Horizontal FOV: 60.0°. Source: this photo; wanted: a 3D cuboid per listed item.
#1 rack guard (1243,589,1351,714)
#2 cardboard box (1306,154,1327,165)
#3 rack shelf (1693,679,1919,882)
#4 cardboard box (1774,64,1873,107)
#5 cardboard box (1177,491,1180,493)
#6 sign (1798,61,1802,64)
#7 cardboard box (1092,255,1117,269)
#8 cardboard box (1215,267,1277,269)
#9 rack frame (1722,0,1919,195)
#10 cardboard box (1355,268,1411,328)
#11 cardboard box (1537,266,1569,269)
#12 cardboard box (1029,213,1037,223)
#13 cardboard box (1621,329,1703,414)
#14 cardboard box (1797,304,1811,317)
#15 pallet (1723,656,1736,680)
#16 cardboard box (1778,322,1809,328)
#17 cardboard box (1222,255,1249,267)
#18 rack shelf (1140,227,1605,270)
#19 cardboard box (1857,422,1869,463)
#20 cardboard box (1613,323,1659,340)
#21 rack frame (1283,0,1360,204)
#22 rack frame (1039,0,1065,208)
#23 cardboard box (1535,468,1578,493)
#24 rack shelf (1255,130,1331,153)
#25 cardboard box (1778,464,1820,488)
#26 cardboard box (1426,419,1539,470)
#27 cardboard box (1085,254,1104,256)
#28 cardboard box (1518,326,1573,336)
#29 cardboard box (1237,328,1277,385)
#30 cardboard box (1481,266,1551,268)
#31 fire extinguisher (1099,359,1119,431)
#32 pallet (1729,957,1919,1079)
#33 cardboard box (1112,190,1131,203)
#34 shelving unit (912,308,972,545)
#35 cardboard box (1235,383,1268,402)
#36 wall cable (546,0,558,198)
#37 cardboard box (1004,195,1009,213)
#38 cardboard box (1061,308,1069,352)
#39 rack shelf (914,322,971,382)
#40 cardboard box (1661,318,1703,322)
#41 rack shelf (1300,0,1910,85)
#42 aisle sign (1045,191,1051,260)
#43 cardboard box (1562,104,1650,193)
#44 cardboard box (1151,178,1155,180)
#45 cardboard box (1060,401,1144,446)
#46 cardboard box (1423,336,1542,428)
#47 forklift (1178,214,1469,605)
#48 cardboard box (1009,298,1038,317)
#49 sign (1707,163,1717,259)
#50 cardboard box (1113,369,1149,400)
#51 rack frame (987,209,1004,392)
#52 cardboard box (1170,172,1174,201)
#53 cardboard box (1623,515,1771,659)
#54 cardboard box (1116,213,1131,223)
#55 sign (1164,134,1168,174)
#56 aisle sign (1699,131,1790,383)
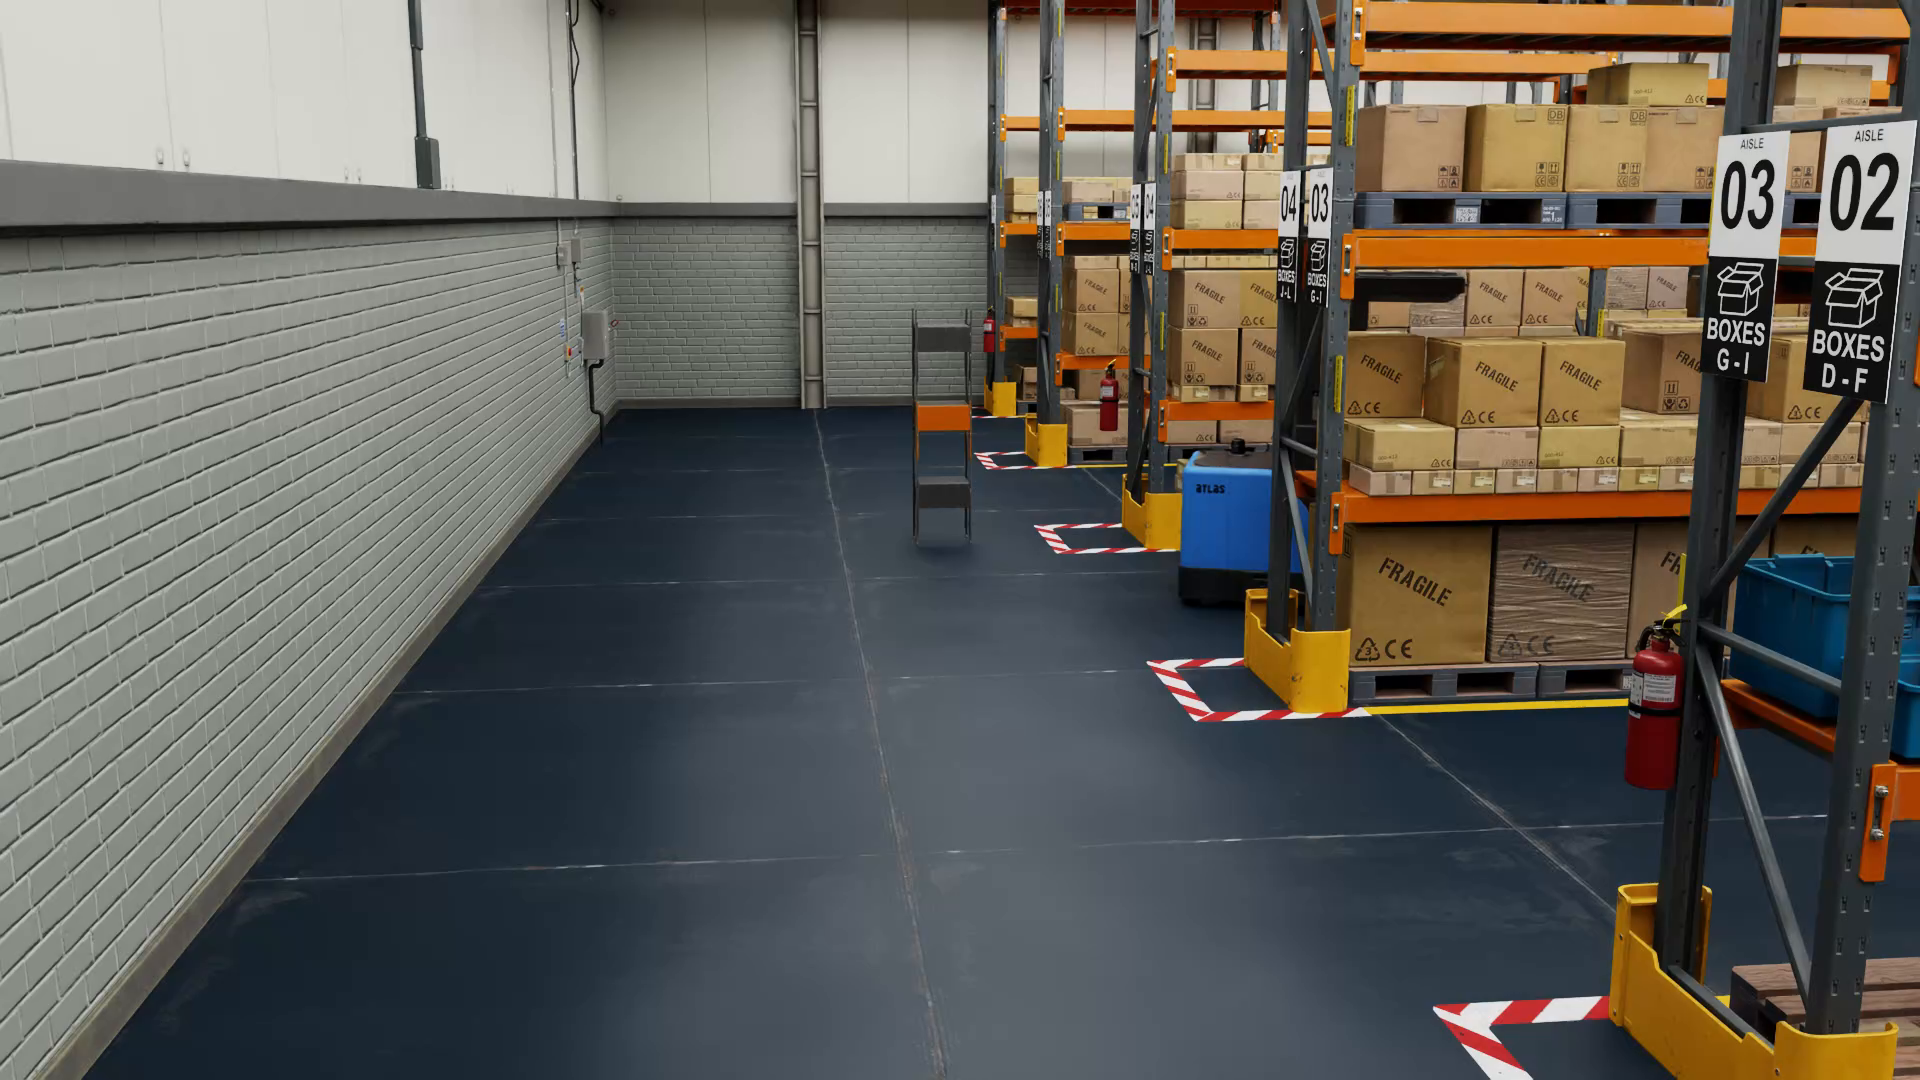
[{"bbox_3d":[2.110,0.680,10.494,0.348,0.500,1.175,-1,11,-6],"label":"rack guard"},{"bbox_3d":[3.064,-3.326,14.677,0.250,0.149,0.380,-1,11,-4],"label":"cardboard box"},{"bbox_3d":[4.657,0.714,5.705,4.000,0.370,1.077,-1,11,-6],"label":"rack shelf"},{"bbox_3d":[5.174,-2.756,10.164,0.500,0.250,0.500,-2,11,-10],"label":"cardboard box"},{"bbox_3d":[2.199,-0.358,15.598,0.250,0.149,0.380,-1,11,-5],"label":"cardboard box"},{"bbox_3d":[12.524,-6.986,24.831,0.005,0.325,0.100,-1,11,-6],"label":"sign"},{"bbox_3d":[1.699,-3.279,19.618,0.250,0.149,0.380,-1,11,-5],"label":"cardboard box"},{"bbox_3d":[2.630,-2.253,15.314,0.500,0.500,0.500,-2,11,-8],"label":"cardboard box"},{"bbox_3d":[2.668,-2.541,4.845,0.127,3.000,1.000,-1,11,-6],"label":"rack frame"},{"bbox_3d":[3.700,-2.174,14.909,0.500,0.500,0.500,-2,11,-8],"label":"cardboard box"},{"bbox_3d":[7.023,-3.062,20.199,0.500,0.500,0.500,-1,11,-7],"label":"cardboard box"},{"bbox_3d":[1.123,-4.720,24.359,0.250,0.149,0.380,-1,11,-5],"label":"cardboard box"},{"bbox_3d":[4.599,-1.089,10.687,0.500,0.500,0.500,-2,11,-8],"label":"cardboard box"},{"bbox_3d":[10.533,-3.005,20.638,0.500,0.500,0.500,-1,11,-5],"label":"cardboard box"},{"bbox_3d":[5.346,0.739,10.944,1.213,0.211,1.003,-1,11,-6],"label":"pallet"},{"bbox_3d":[7.669,-1.912,15.218,0.250,0.149,0.380,-1,11,-4],"label":"cardboard box"},{"bbox_3d":[3.248,-3.299,19.720,0.250,0.149,0.380,-1,11,-6],"label":"cardboard box"},{"bbox_3d":[3.687,-2.661,15.096,4.000,0.370,1.077,-1,11,-6],"label":"rack shelf"},{"bbox_3d":[5.700,-0.643,10.362,0.500,0.250,0.500,-1,11,-7],"label":"cardboard box"},{"bbox_3d":[6.116,-1.878,15.048,0.250,0.149,0.380,-1,11,-3],"label":"cardboard box"},{"bbox_3d":[2.134,-3.490,9.677,0.127,3.000,1.000,-1,11,-6],"label":"rack frame"},{"bbox_3d":[1.063,-5.391,19.344,0.127,3.000,1.000,-1,11,-6],"label":"rack frame"},{"bbox_3d":[3.543,-0.389,10.106,0.250,0.149,0.380,-1,11,-7],"label":"cardboard box"},{"bbox_3d":[6.489,-5.919,24.929,4.000,0.370,1.077,-1,11,-6],"label":"rack shelf"},{"bbox_3d":[5.076,-0.422,10.270,0.250,0.149,0.380,-1,11,-5],"label":"cardboard box"},{"bbox_3d":[3.156,-0.589,10.090,0.500,0.250,0.500,-1,11,-7],"label":"cardboard box"},{"bbox_3d":[1.648,-3.361,20.037,0.250,0.149,0.380,-1,11,-5],"label":"cardboard box"},{"bbox_3d":[5.225,-1.714,15.163,0.500,0.500,0.500,-1,11,-6],"label":"cardboard box"},{"bbox_3d":[2.704,-1.668,14.926,0.500,0.500,0.500,-1,11,-6],"label":"cardboard box"},{"bbox_3d":[5.200,-2.306,15.583,0.500,0.500,0.500,-1,11,-5],"label":"cardboard box"},{"bbox_3d":[1.398,-1.362,15.571,0.183,0.674,0.296,-1,11,-6],"label":"fire extinguisher"},{"bbox_3d":[3.492,1.762,5.742,1.213,0.211,1.003,-1,11,-6],"label":"pallet"},{"bbox_3d":[1.909,-4.102,19.865,0.250,0.149,0.380,-2,11,-10],"label":"cardboard box"},{"bbox_3d":[-0.165,-1.027,15.030,0.503,2.100,0.431,-1,11,-6],"label":"shelving unit"},{"bbox_3d":[2.578,-1.329,14.887,0.250,0.149,0.380,-2,11,-8],"label":"cardboard box"},{"bbox_3d":[-4.561,-5.218,18.466,0.029,3.000,0.463,-1,11,-6],"label":"wall cable"},{"bbox_3d":[0.936,-5.005,24.773,0.500,0.250,0.500,-1,11,-7],"label":"cardboard box"},{"bbox_3d":[1.514,-2.557,20.222,0.500,0.500,0.500,-1,11,-6],"label":"cardboard box"},{"bbox_3d":[-0.165,-1.700,14.898,0.480,0.518,0.431,-1,11,-6],"label":"rack shelf"},{"bbox_3d":[6.838,-2.020,15.770,0.250,0.149,0.380,-1,11,-6],"label":"cardboard box"},{"bbox_3d":[4.122,-2.983,9.997,4.000,0.370,1.077,-1,11,-6],"label":"rack shelf"},{"bbox_3d":[1.023,-3.666,19.381,0.004,0.787,0.394,-1,11,-6],"label":"aisle sign"},{"bbox_3d":[3.726,-2.353,10.058,0.500,0.500,0.700,-2,11,-10],"label":"cardboard box"},{"bbox_3d":[3.016,-5.194,24.440,0.500,0.250,0.500,-1,11,-5],"label":"cardboard box"},{"bbox_3d":[1.709,-1.429,20.296,0.875,0.438,0.875,-2,11,-8],"label":"cardboard box"},{"bbox_3d":[3.137,-0.956,10.009,0.500,0.500,0.500,-1,11,-7],"label":"cardboard box"},{"bbox_3d":[3.235,-0.961,12.540,3.031,2.935,1.130,2,11,12],"label":"forklift"},{"bbox_3d":[1.004,-3.429,24.535,0.500,0.250,0.500,-1,11,-6],"label":"cardboard box"},{"bbox_3d":[2.593,-1.123,5.679,0.005,0.325,0.100,-1,11,-6],"label":"sign"},{"bbox_3d":[2.532,-2.375,24.948,0.500,0.500,0.500,-1,11,-5],"label":"cardboard box"},{"bbox_3d":[0.524,-3.399,24.764,0.127,3.000,1.000,-1,11,-6],"label":"rack frame"},{"bbox_3d":[2.129,-3.202,15.078,0.500,0.250,0.500,-2,11,-8],"label":"cardboard box"},{"bbox_3d":[4.551,0.224,10.756,0.875,0.875,0.875,-1,11,-6],"label":"cardboard box"},{"bbox_3d":[2.400,-4.723,24.373,0.250,0.149,0.380,-1,11,-6],"label":"cardboard box"},{"bbox_3d":[1.757,-3.297,14.201,0.005,0.325,0.100,-1,11,-6],"label":"sign"},{"bbox_3d":[2.565,-0.927,5.451,0.004,0.787,0.394,-1,11,-6],"label":"aisle sign"}]
